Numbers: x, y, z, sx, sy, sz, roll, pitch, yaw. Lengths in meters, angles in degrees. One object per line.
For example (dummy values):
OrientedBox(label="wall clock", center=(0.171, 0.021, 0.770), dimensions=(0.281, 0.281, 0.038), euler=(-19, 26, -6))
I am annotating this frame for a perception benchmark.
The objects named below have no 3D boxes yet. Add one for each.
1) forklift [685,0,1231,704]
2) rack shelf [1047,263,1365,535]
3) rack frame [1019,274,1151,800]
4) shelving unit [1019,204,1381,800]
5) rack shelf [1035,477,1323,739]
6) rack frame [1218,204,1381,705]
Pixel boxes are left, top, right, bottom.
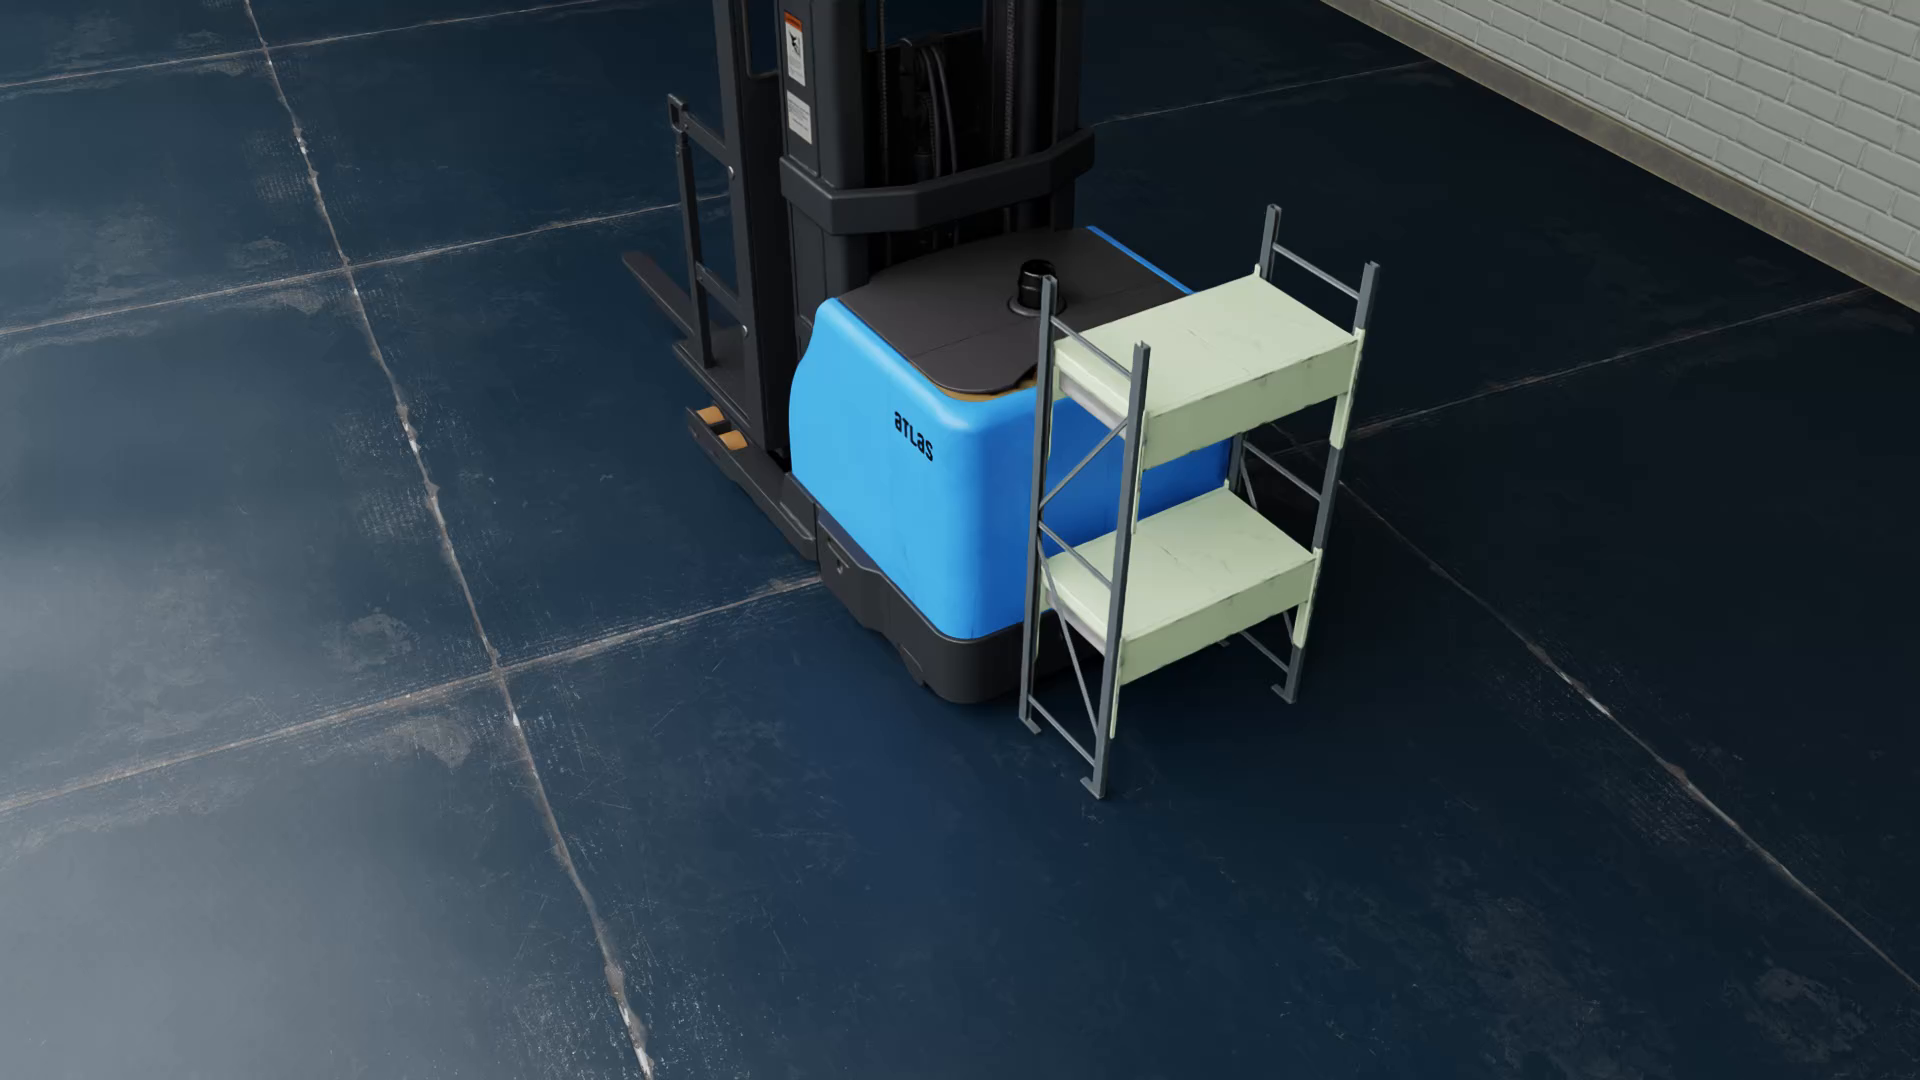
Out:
OrientedBox(label="forklift", center=(-0.356, -1.538, 5.364), dimensions=(1.130, 2.935, 3.031), euler=(-20, 41, -25))
OrientedBox(label="rack shelf", center=(0.621, -0.382, 4.339), dimensions=(0.720, 0.370, 0.431), euler=(-21, 43, -26))
OrientedBox(label="rack frame", center=(0.308, 0.045, 4.419), dimensions=(0.023, 1.500, 0.400), euler=(-21, 43, -26))
OrientedBox(label="shelving unit", center=(0.614, -0.075, 4.580), dimensions=(0.755, 1.500, 0.431), euler=(-21, 43, -26))
OrientedBox(label="rack shelf", center=(0.609, 0.181, 4.781), dimensions=(0.720, 0.370, 0.431), euler=(-21, 43, -26))
OrientedBox(label="rack frame", center=(0.920, -0.195, 4.742), dimensions=(0.023, 1.500, 0.400), euler=(-21, 43, -26))
